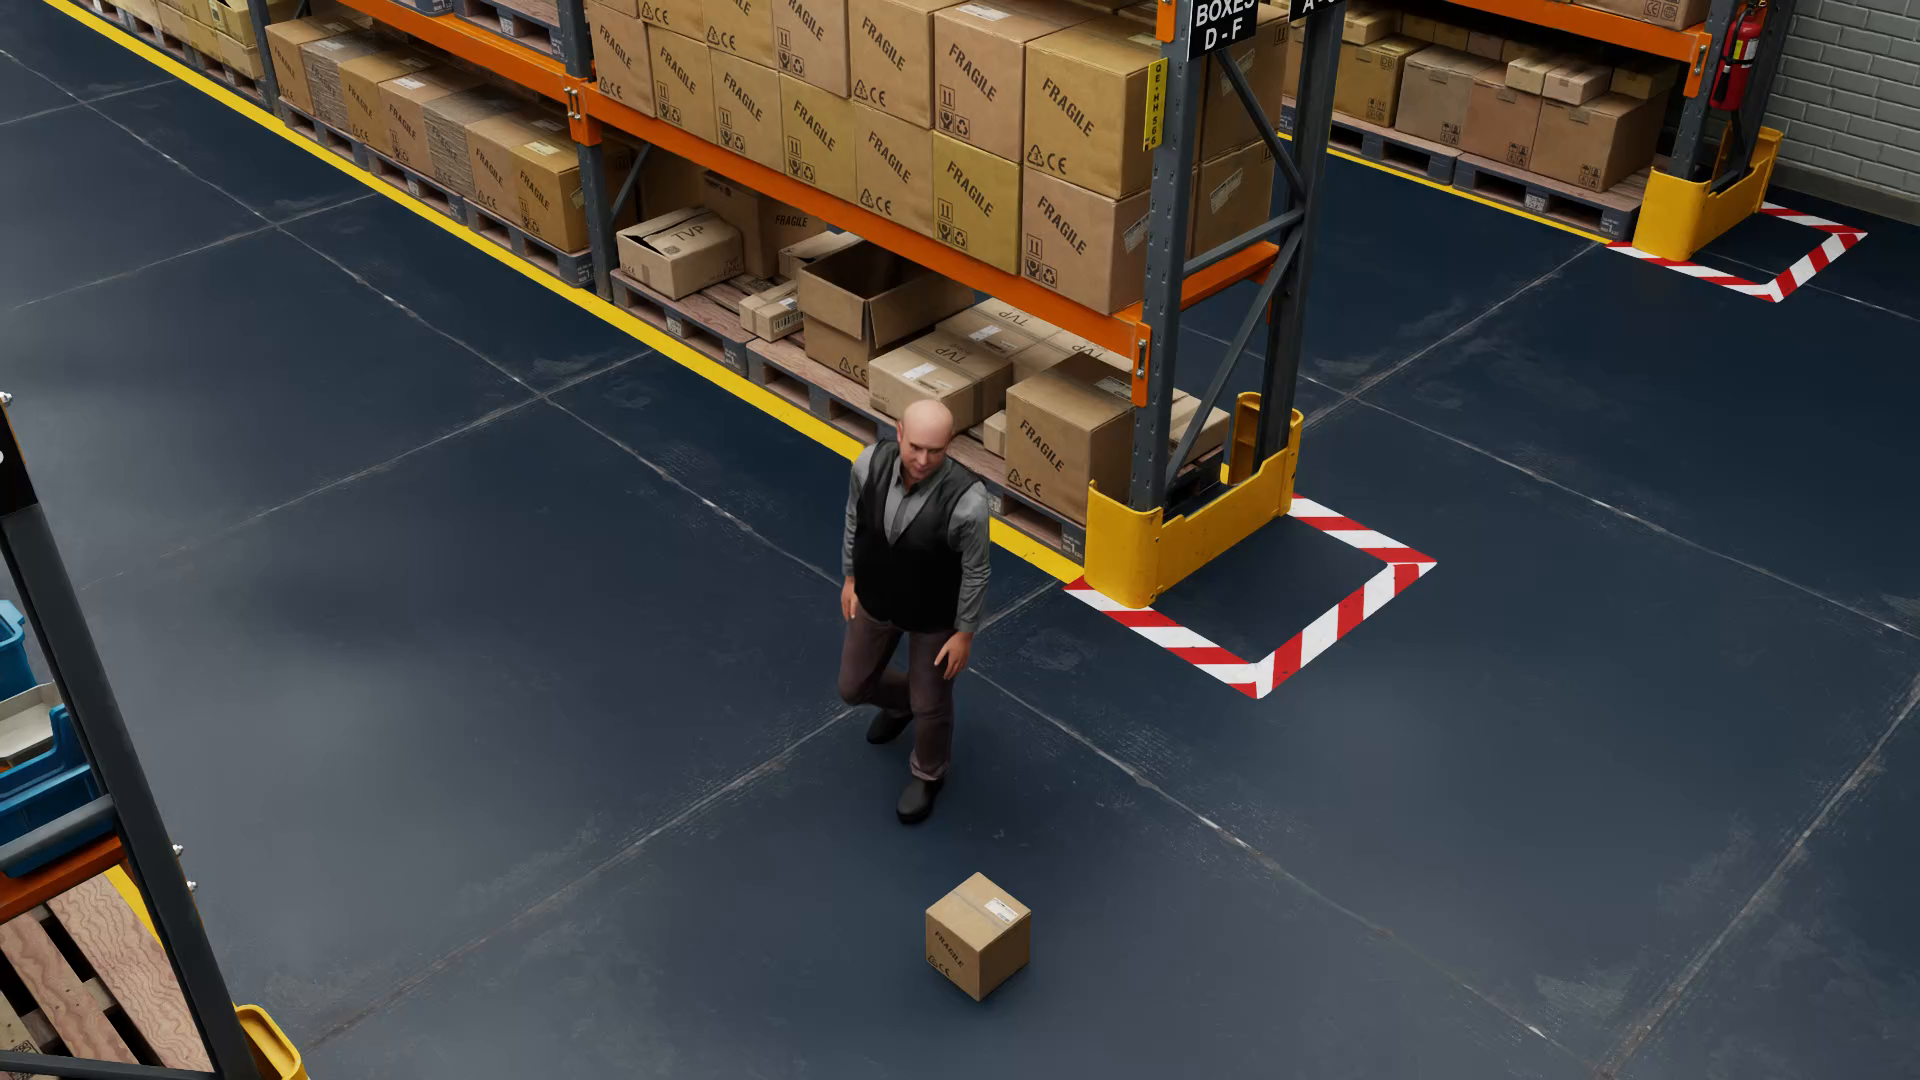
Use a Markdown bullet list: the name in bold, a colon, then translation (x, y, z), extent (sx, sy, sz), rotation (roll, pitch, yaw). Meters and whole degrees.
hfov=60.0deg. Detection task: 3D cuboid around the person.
- **person**: translation (-0.136, 0.211, 5.841), extent (0.584, 1.720, 0.497), rotation (18, 39, 24)
